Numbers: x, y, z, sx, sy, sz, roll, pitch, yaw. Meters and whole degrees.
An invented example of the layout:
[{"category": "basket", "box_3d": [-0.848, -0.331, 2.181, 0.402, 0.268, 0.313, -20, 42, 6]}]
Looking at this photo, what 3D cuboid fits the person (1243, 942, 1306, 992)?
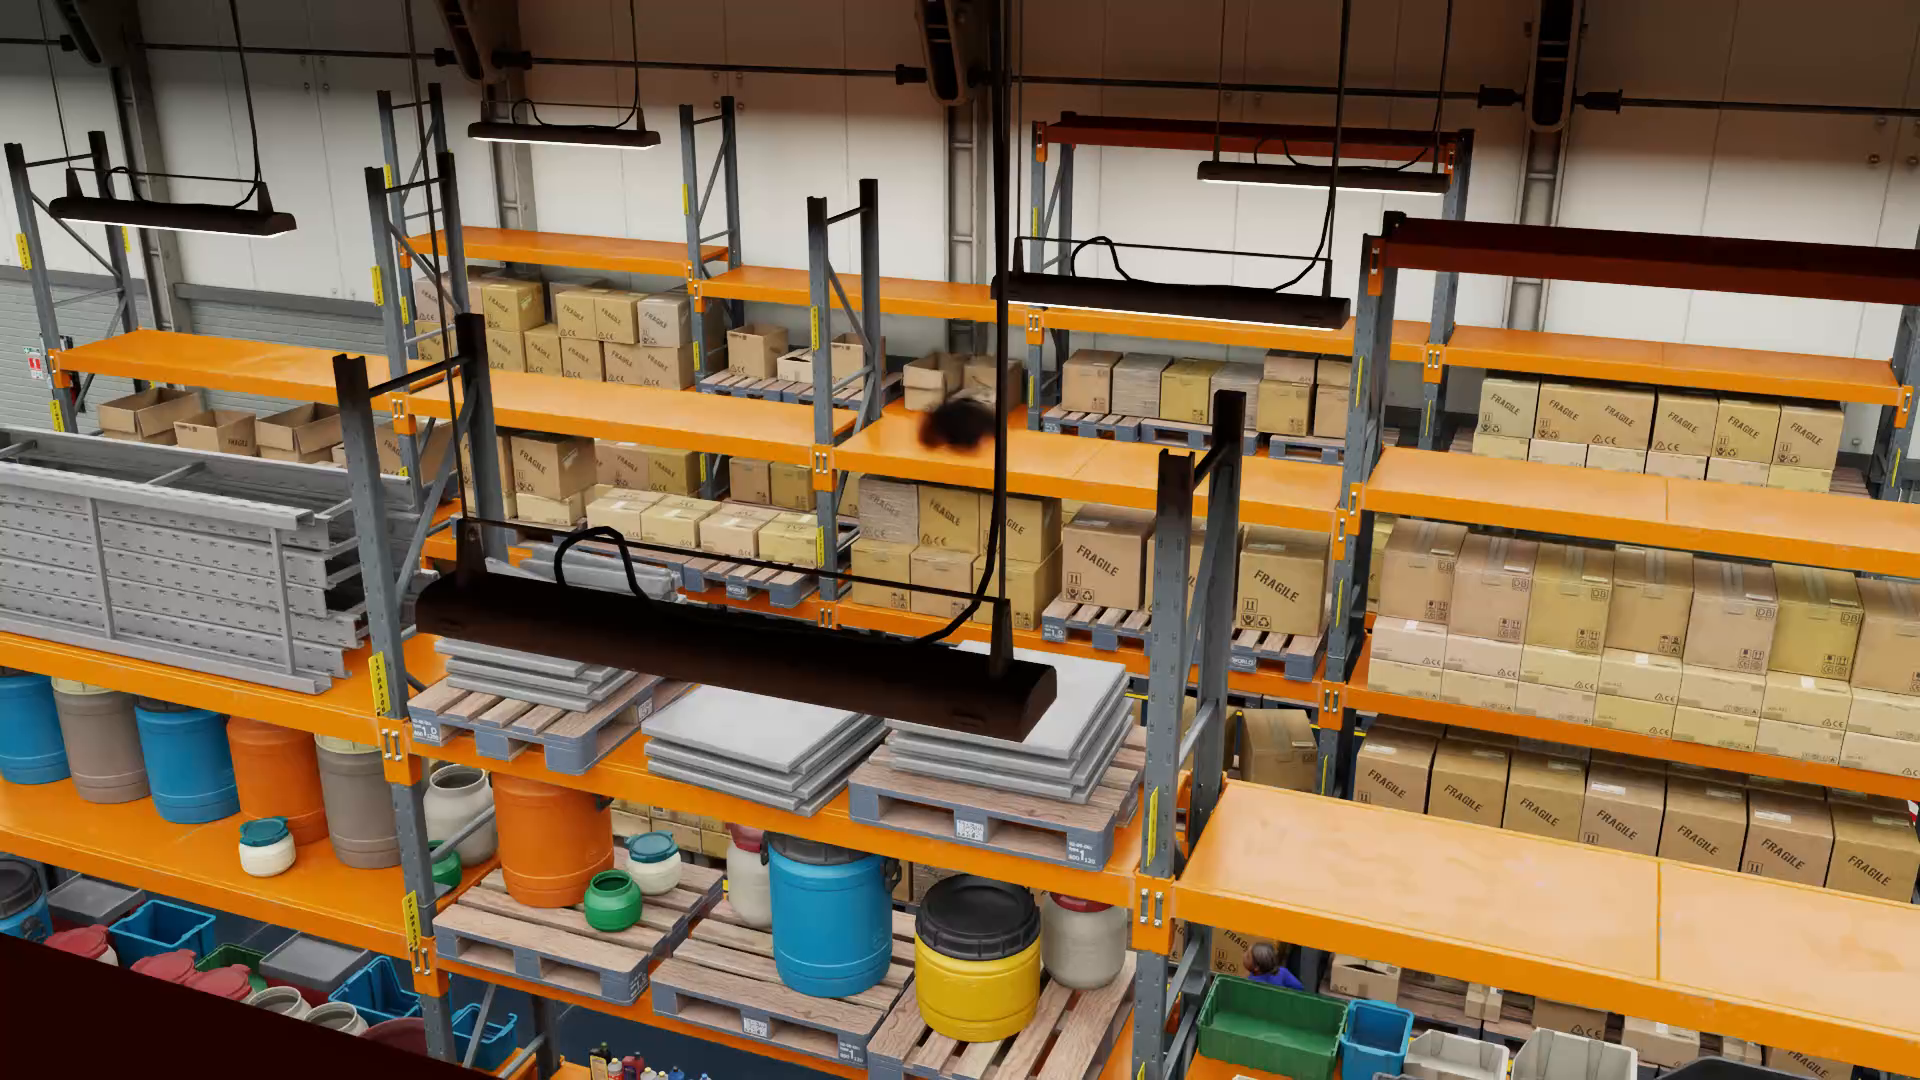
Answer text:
[{"category": "person", "box_3d": [1.992, 3.428, 11.101, 0.727, 1.689, 0.567, 7, 22, 19]}]
